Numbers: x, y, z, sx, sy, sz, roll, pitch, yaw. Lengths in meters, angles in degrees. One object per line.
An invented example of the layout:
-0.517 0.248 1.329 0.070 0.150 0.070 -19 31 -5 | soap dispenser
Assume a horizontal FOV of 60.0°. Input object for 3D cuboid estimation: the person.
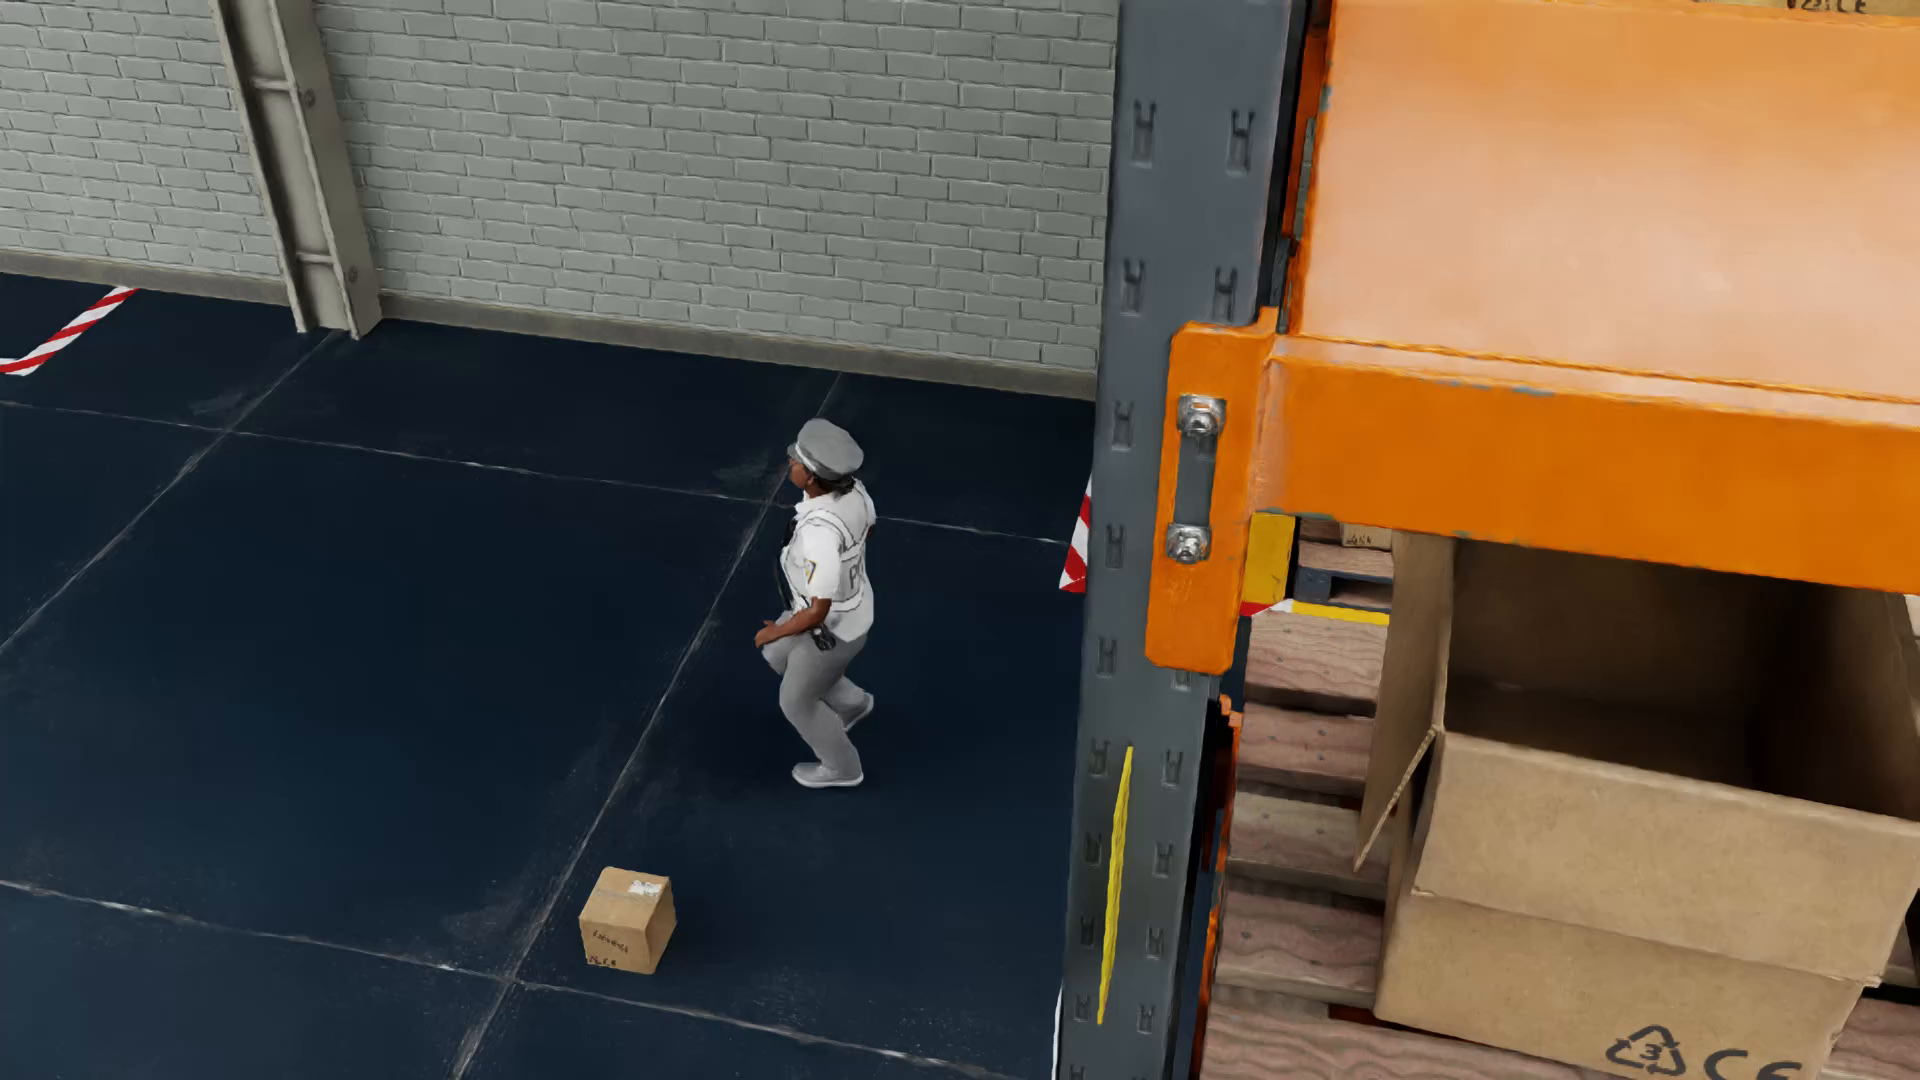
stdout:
-0.555 0.289 6.264 0.469 1.665 0.617 1 37 1 | person
